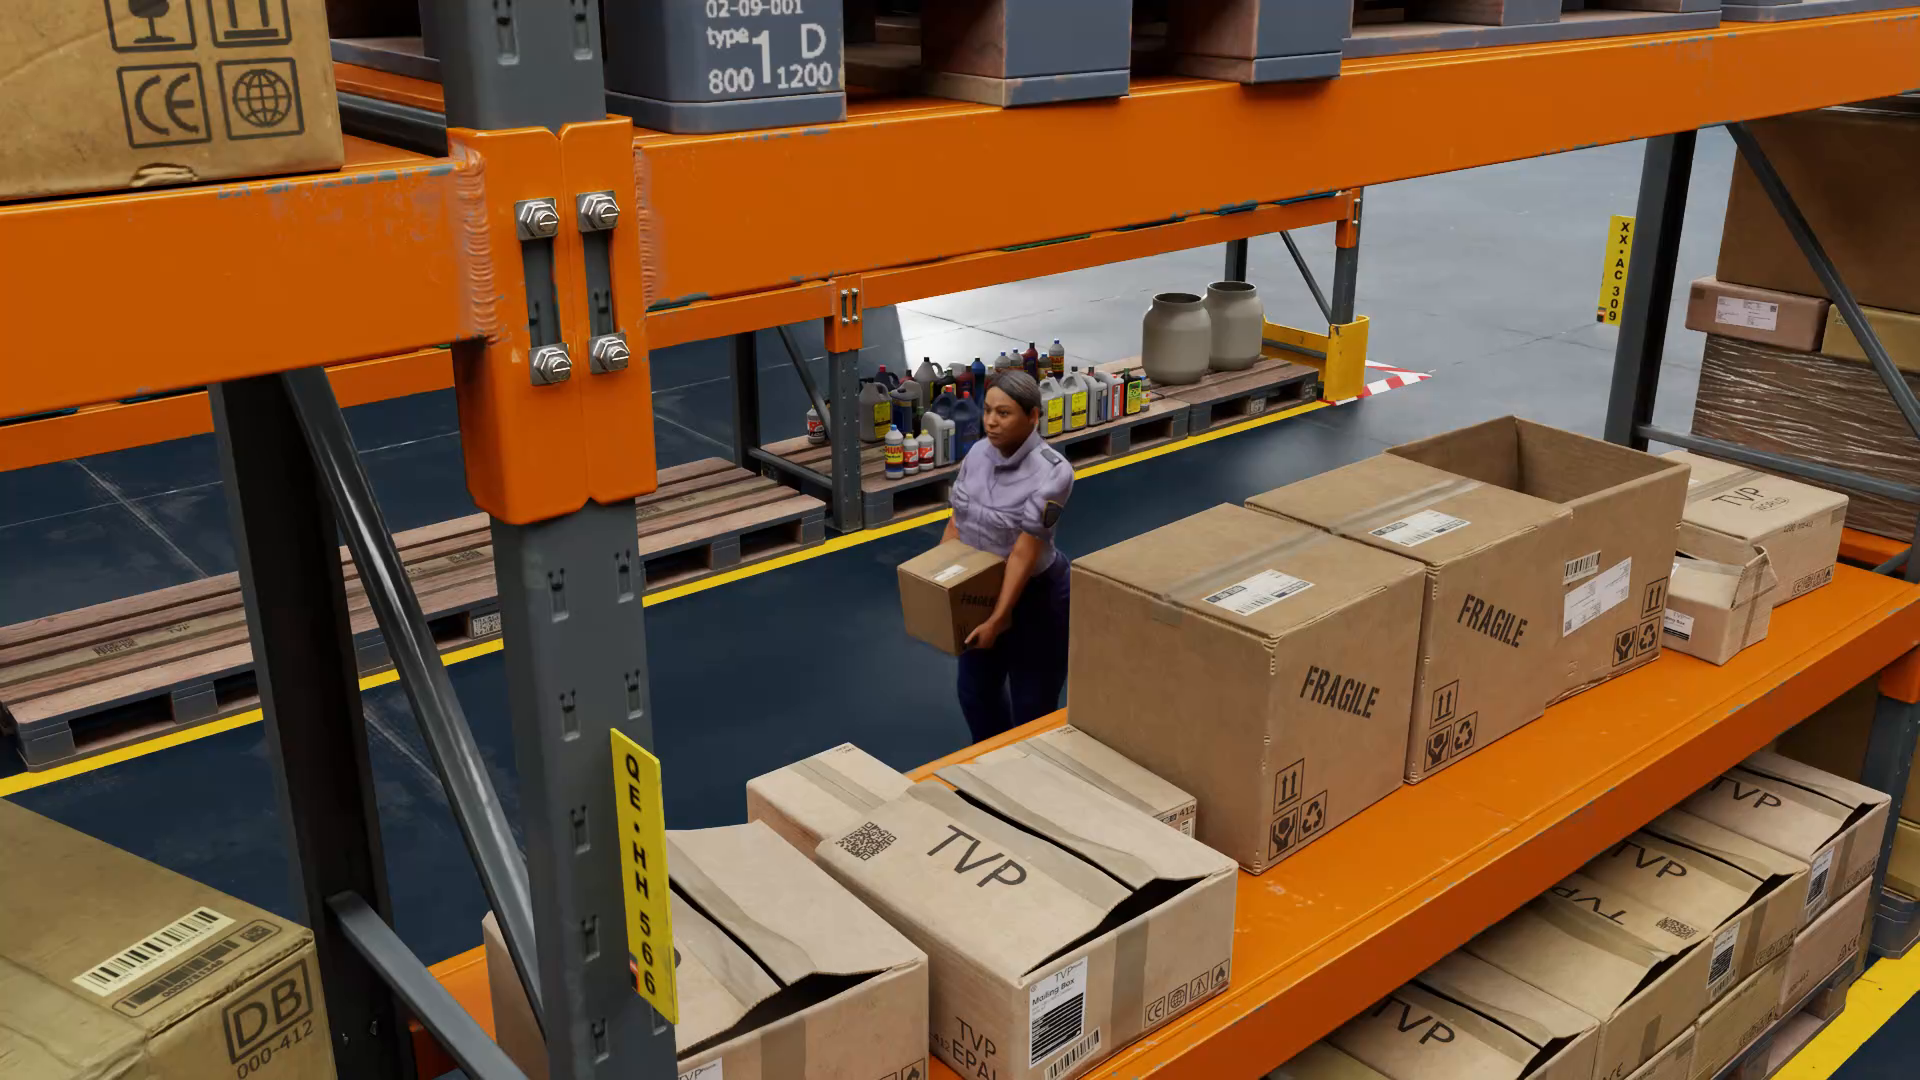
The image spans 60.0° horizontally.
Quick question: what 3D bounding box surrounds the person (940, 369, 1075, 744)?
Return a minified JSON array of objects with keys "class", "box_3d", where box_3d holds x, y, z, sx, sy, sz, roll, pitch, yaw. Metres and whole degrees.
[{"class":"person","box_3d":[0.134,0.242,5.495,0.540,1.644,0.435,-18,27,-38]}]
